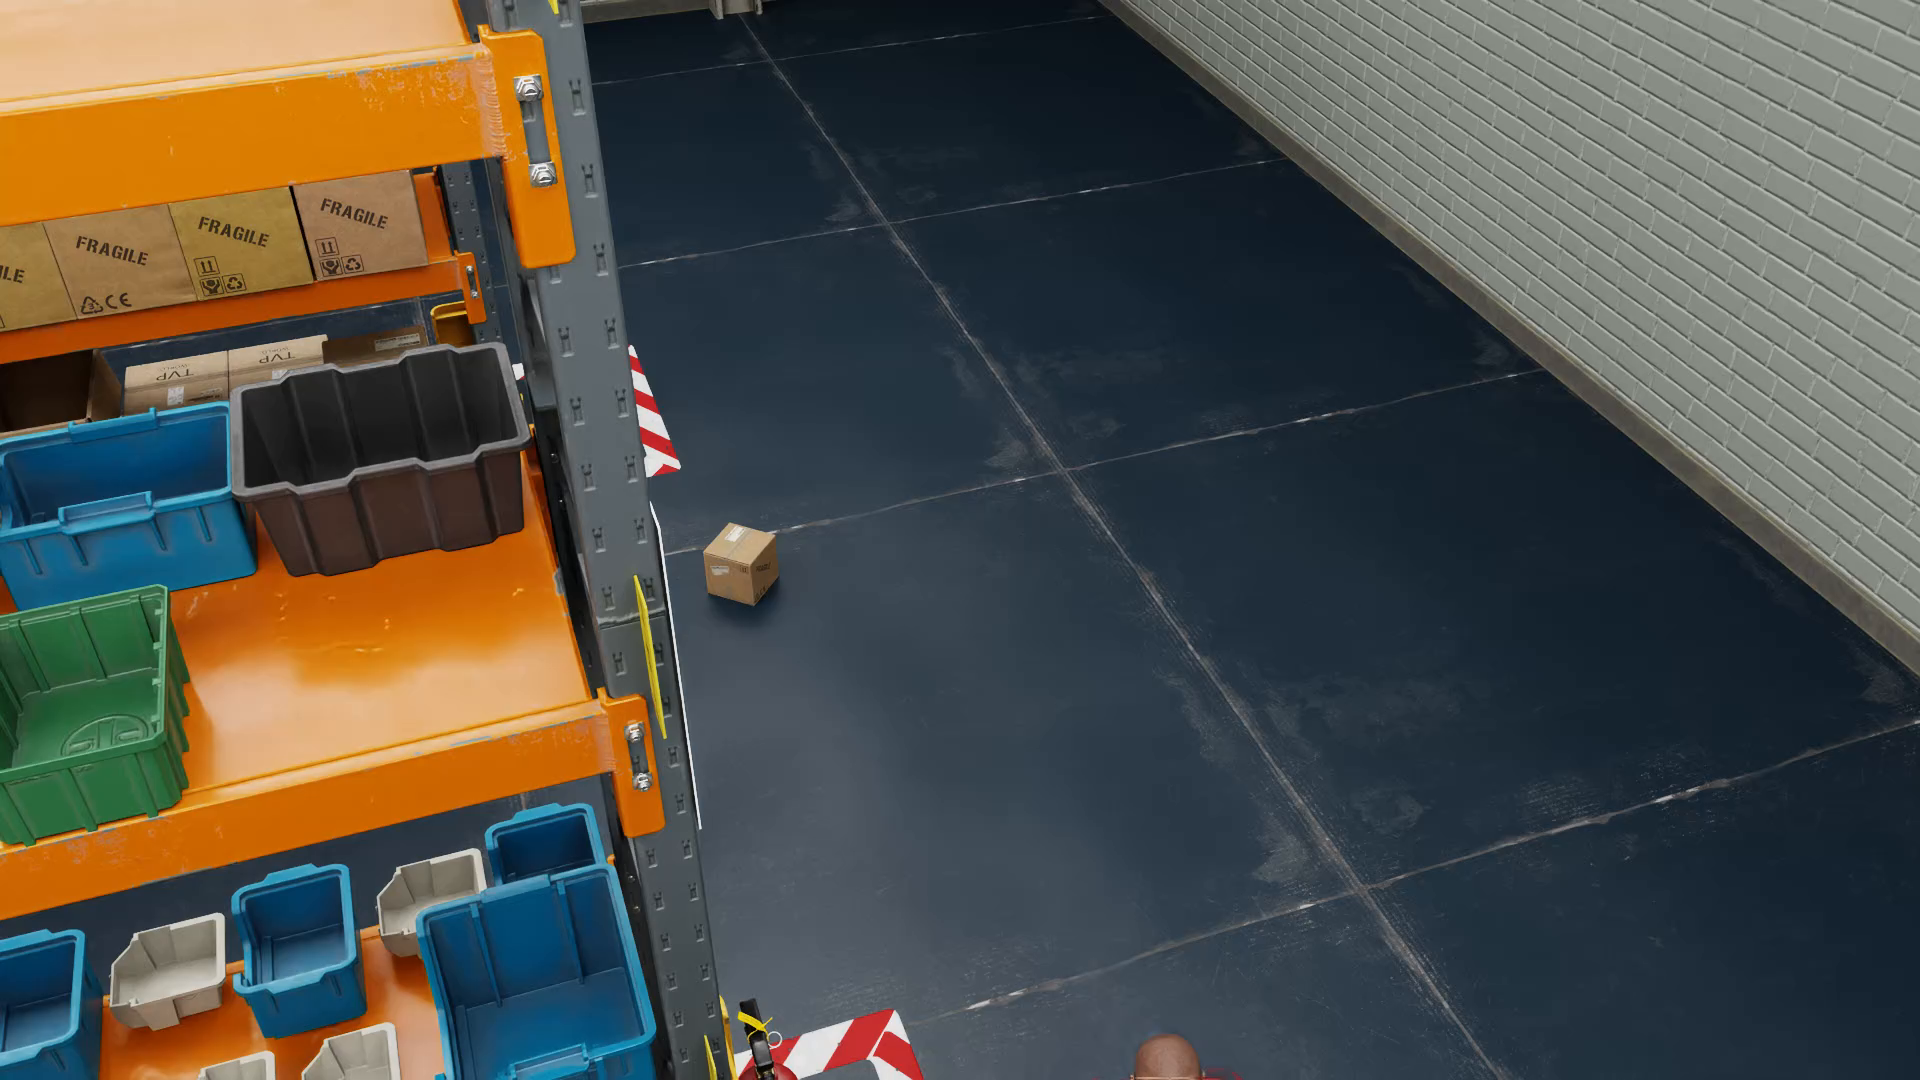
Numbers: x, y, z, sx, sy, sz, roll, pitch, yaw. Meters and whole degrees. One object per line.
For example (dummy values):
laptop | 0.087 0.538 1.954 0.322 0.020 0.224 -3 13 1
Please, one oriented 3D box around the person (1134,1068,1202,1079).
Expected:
person | 0.511 1.875 4.327 0.439 1.519 0.725 -6 38 -7
